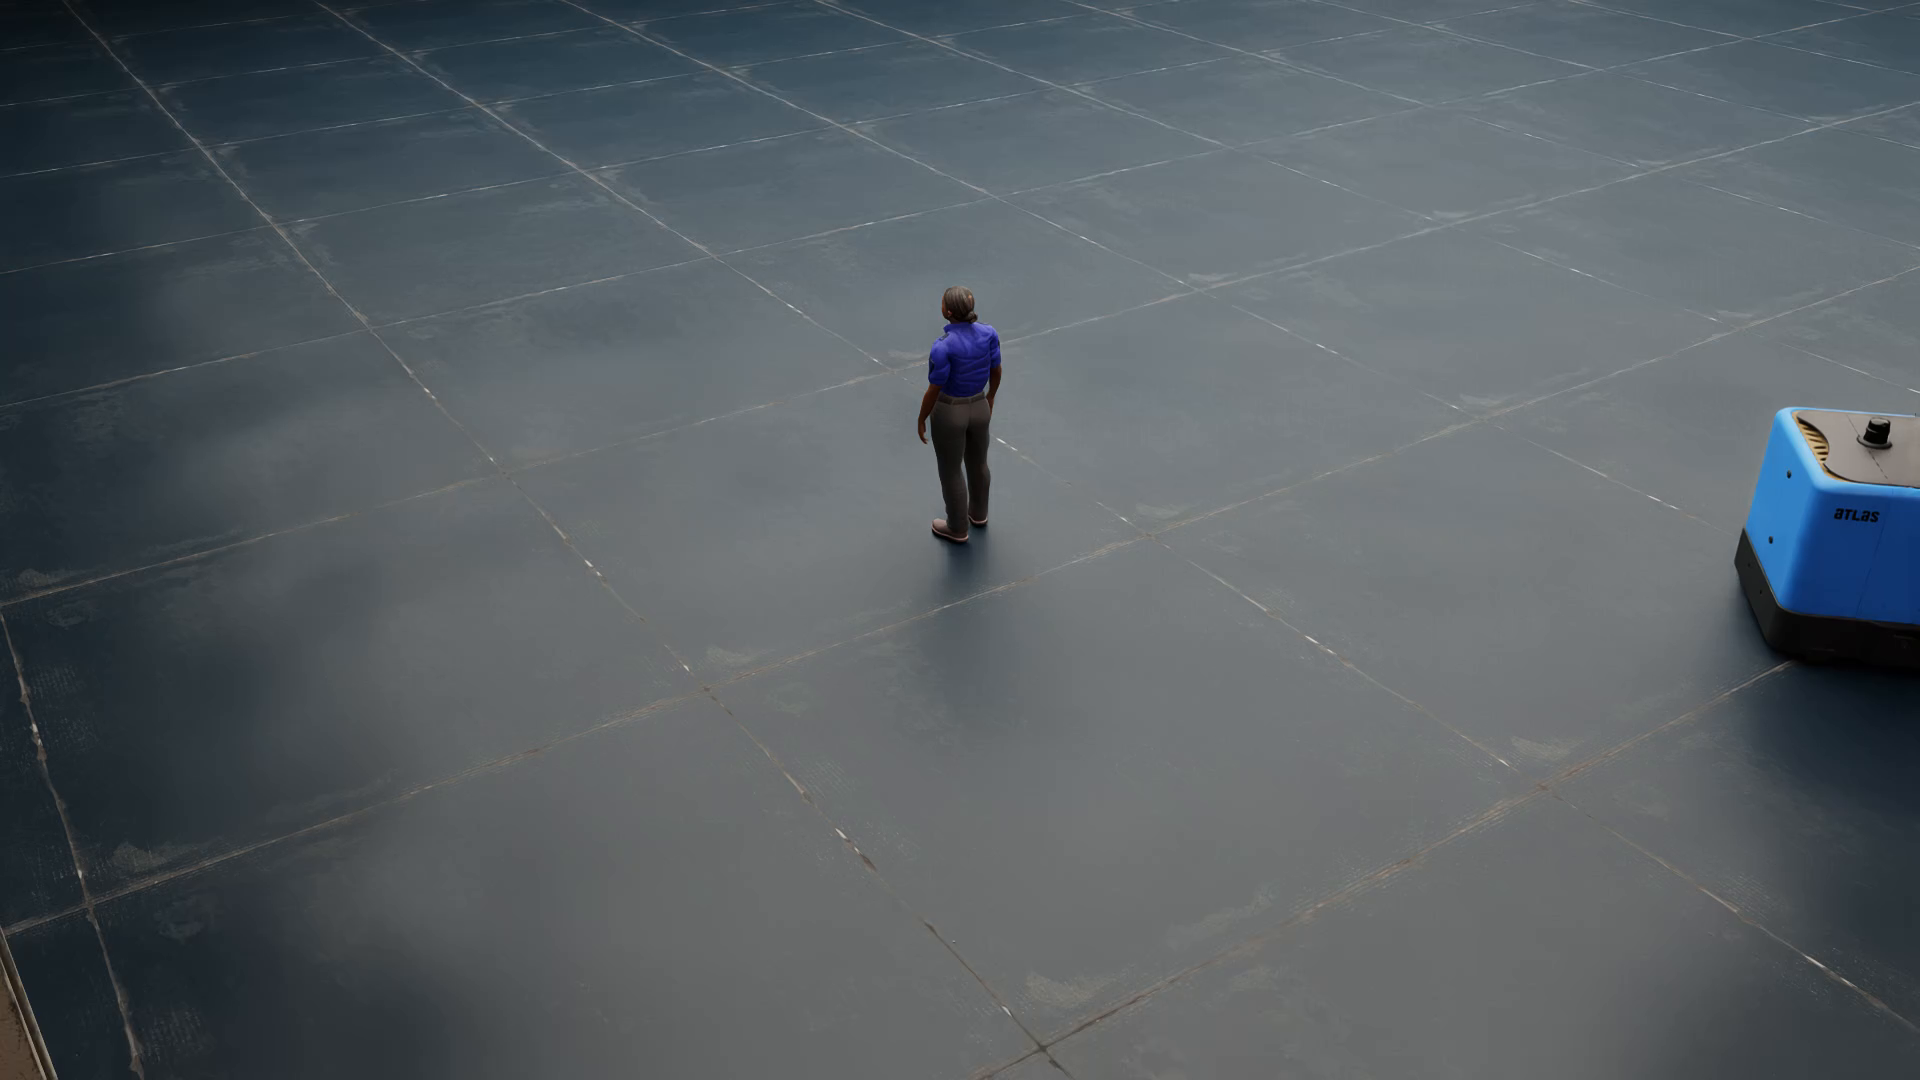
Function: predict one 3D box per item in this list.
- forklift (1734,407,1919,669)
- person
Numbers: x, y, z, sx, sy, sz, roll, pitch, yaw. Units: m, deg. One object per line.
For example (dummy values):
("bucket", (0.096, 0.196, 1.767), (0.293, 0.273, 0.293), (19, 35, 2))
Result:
("forklift", (5.956, -0.728, 8.476), (3.031, 2.935, 1.130), (5, 30, 10))
("person", (-0.032, -0.768, 9.830), (0.569, 1.654, 0.504), (-18, 34, -29))
